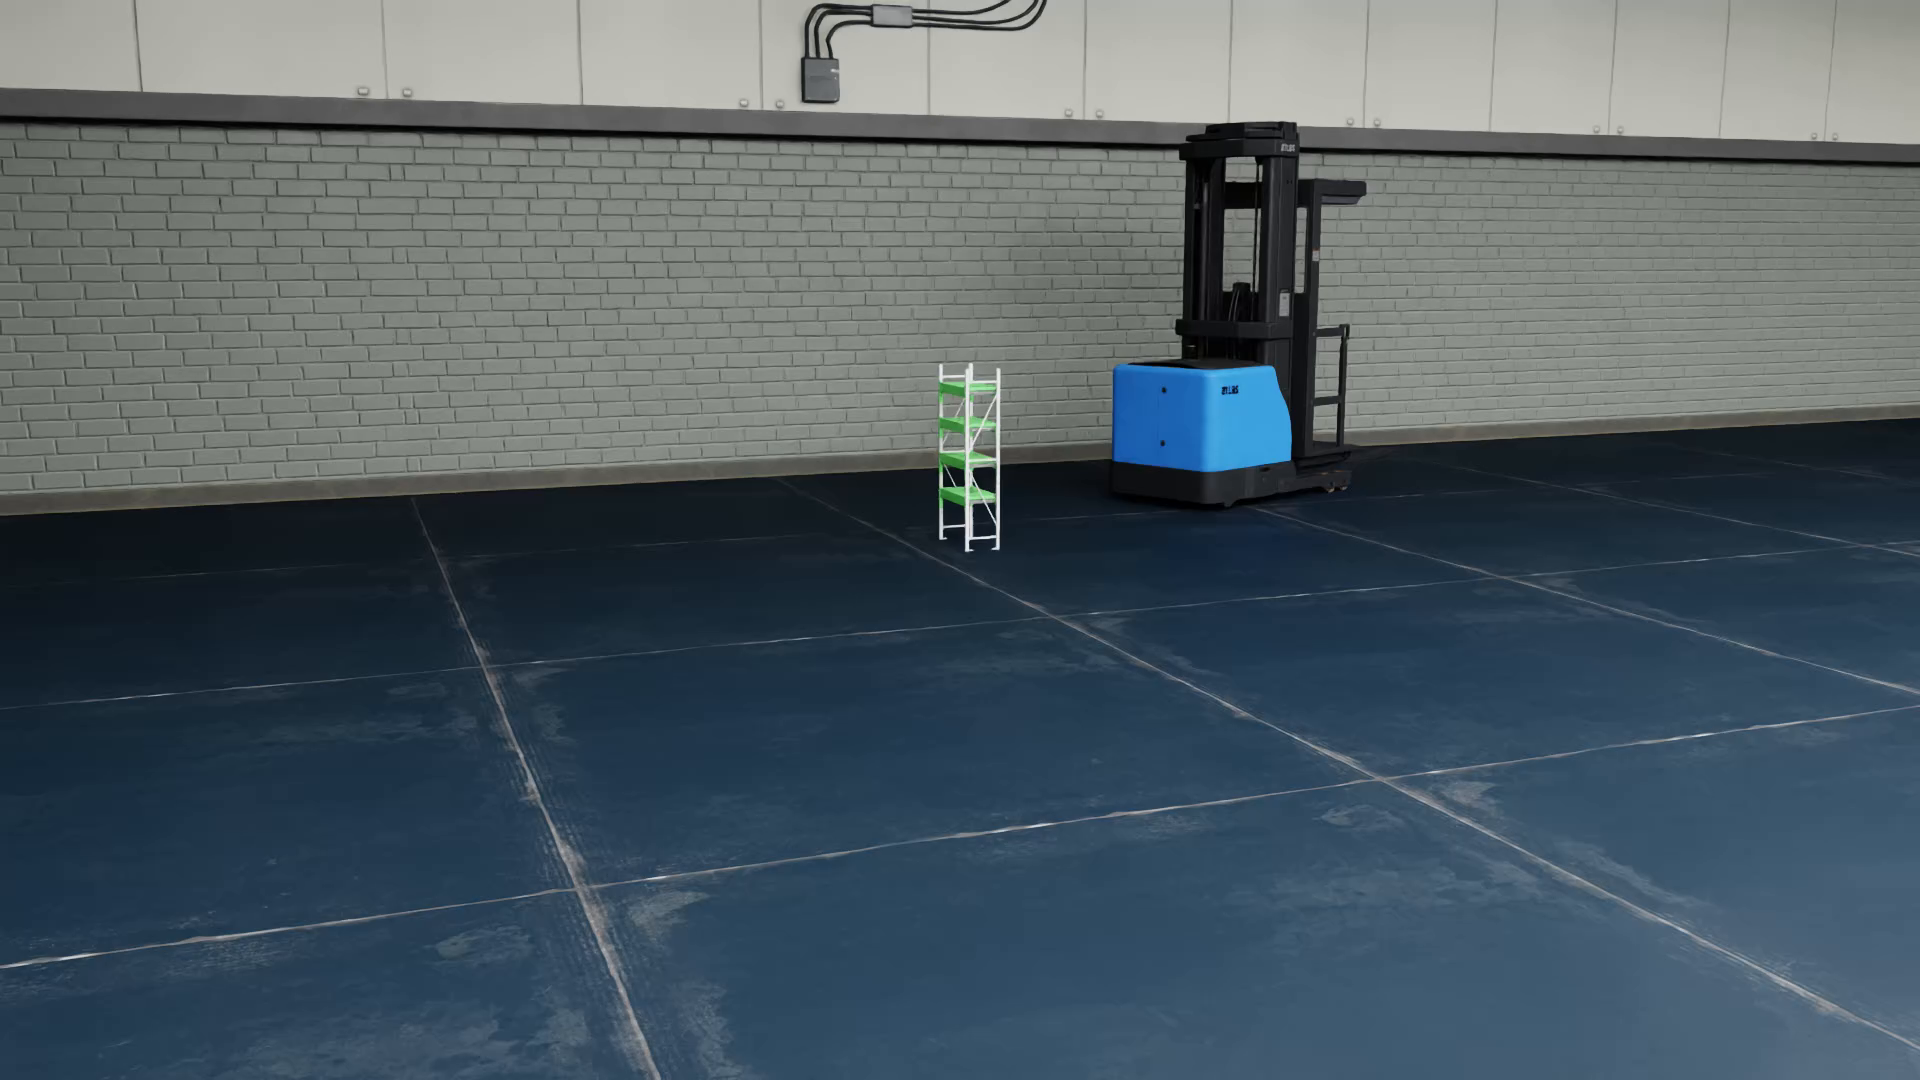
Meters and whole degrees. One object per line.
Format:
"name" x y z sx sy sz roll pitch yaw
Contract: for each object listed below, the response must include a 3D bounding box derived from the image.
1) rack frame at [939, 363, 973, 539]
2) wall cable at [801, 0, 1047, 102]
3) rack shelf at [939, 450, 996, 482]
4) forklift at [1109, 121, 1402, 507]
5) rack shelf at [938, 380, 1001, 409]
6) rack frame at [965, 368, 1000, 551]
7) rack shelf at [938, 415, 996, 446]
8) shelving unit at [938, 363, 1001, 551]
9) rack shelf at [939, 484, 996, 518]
"rack frame" -0.028 -0.604 11.387 0.240 1.200 0.015 -4 11 -21
"wall cable" -0.245 -6.749 13.955 2.305 6.003 0.169 -4 11 -21
"rack shelf" 0.060 -0.501 11.174 0.258 0.148 0.480 -4 11 -21
"forklift" 2.593 -1.888 13.665 3.031 2.935 1.130 -10 14 -44
"rack shelf" 0.060 -0.973 11.090 0.258 0.148 0.480 -4 11 -21
"rack frame" 0.148 -0.524 10.939 0.240 1.200 0.015 -4 11 -21
"rack shelf" 0.060 -0.737 11.132 0.258 0.148 0.480 -4 11 -21
"shelving unit" 0.060 -0.564 11.163 0.258 1.200 0.503 -4 11 -21
"rack shelf" 0.060 -0.265 11.216 0.258 0.148 0.480 -4 11 -21
